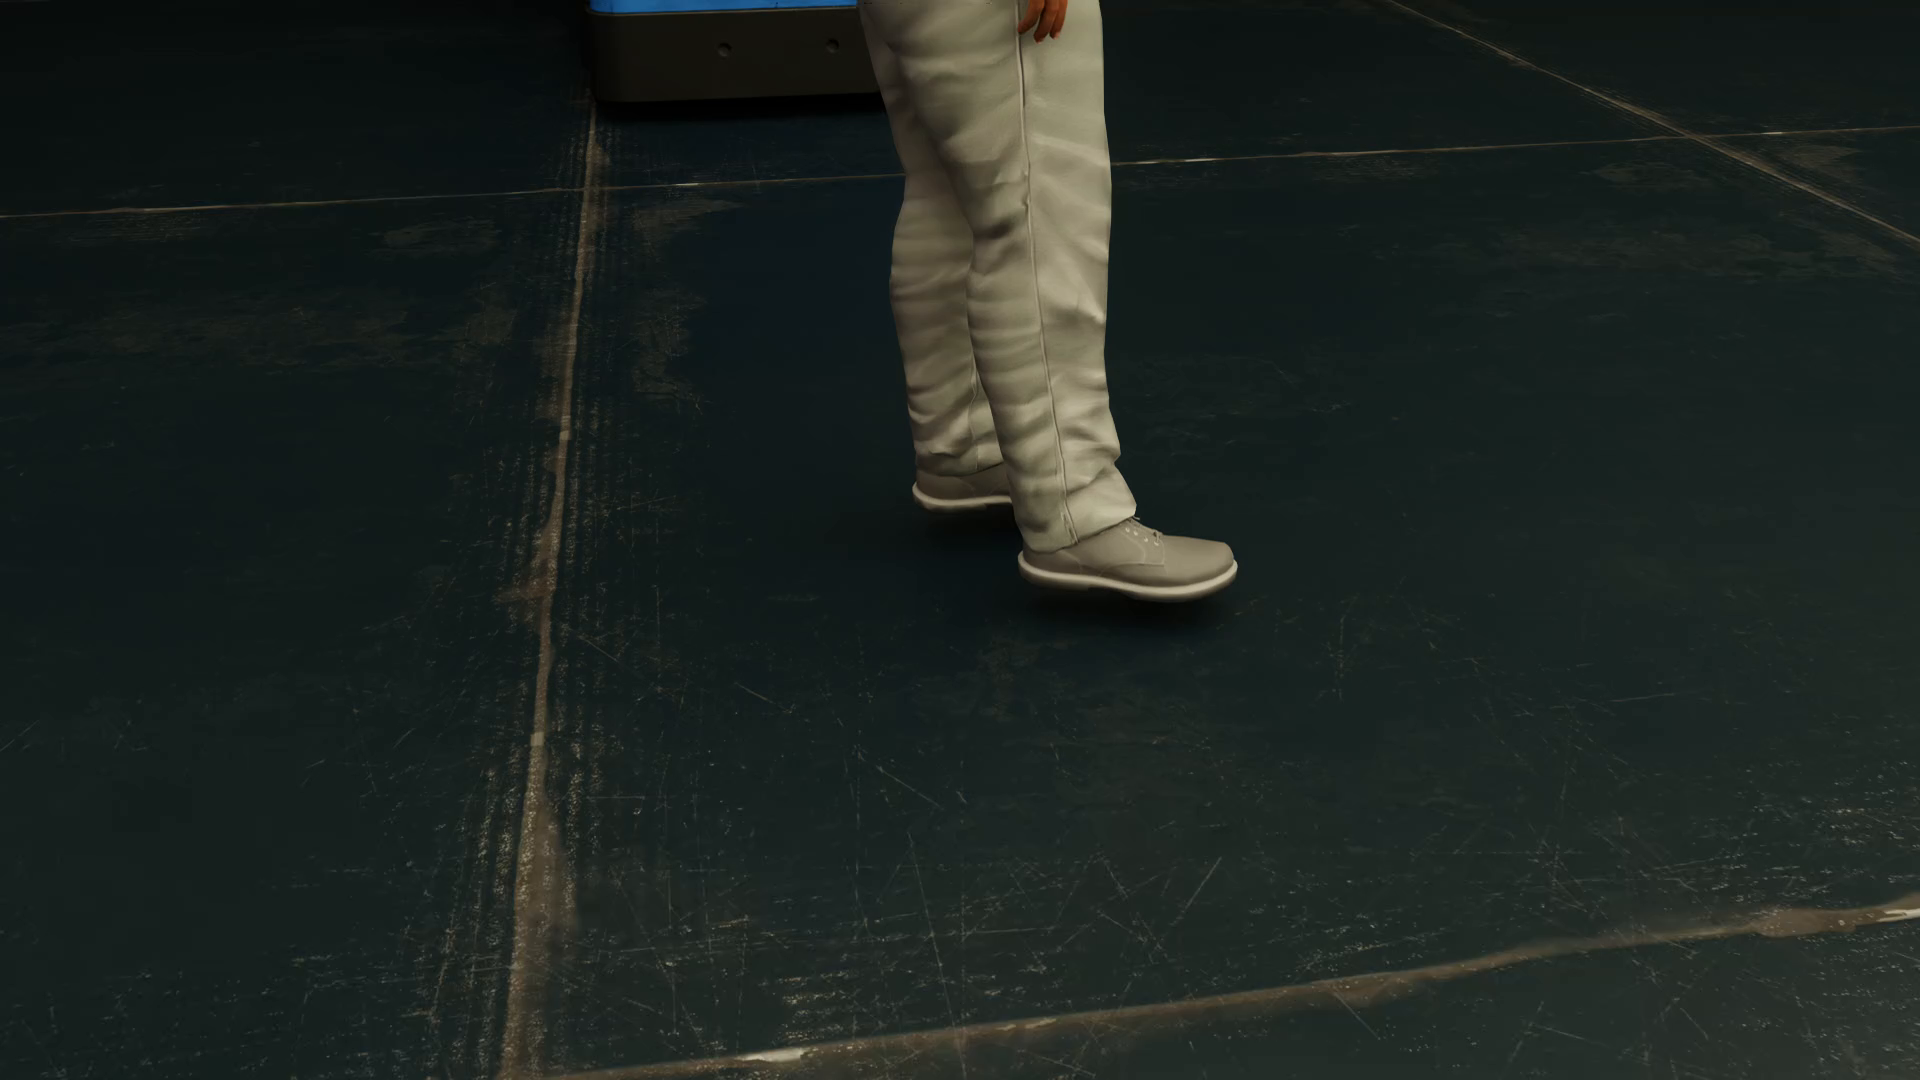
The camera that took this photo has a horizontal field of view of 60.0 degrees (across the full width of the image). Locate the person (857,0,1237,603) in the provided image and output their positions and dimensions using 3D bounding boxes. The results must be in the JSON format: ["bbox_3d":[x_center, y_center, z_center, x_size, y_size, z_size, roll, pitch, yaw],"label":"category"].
[{"bbox_3d":[0.079,-0.774,2.079,0.528,1.669,0.599,-5,28,-9],"label":"person"}]

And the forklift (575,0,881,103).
[{"bbox_3d":[-0.774,-3.187,5.380,1.130,2.935,3.031,-5,28,-9],"label":"forklift"}]
